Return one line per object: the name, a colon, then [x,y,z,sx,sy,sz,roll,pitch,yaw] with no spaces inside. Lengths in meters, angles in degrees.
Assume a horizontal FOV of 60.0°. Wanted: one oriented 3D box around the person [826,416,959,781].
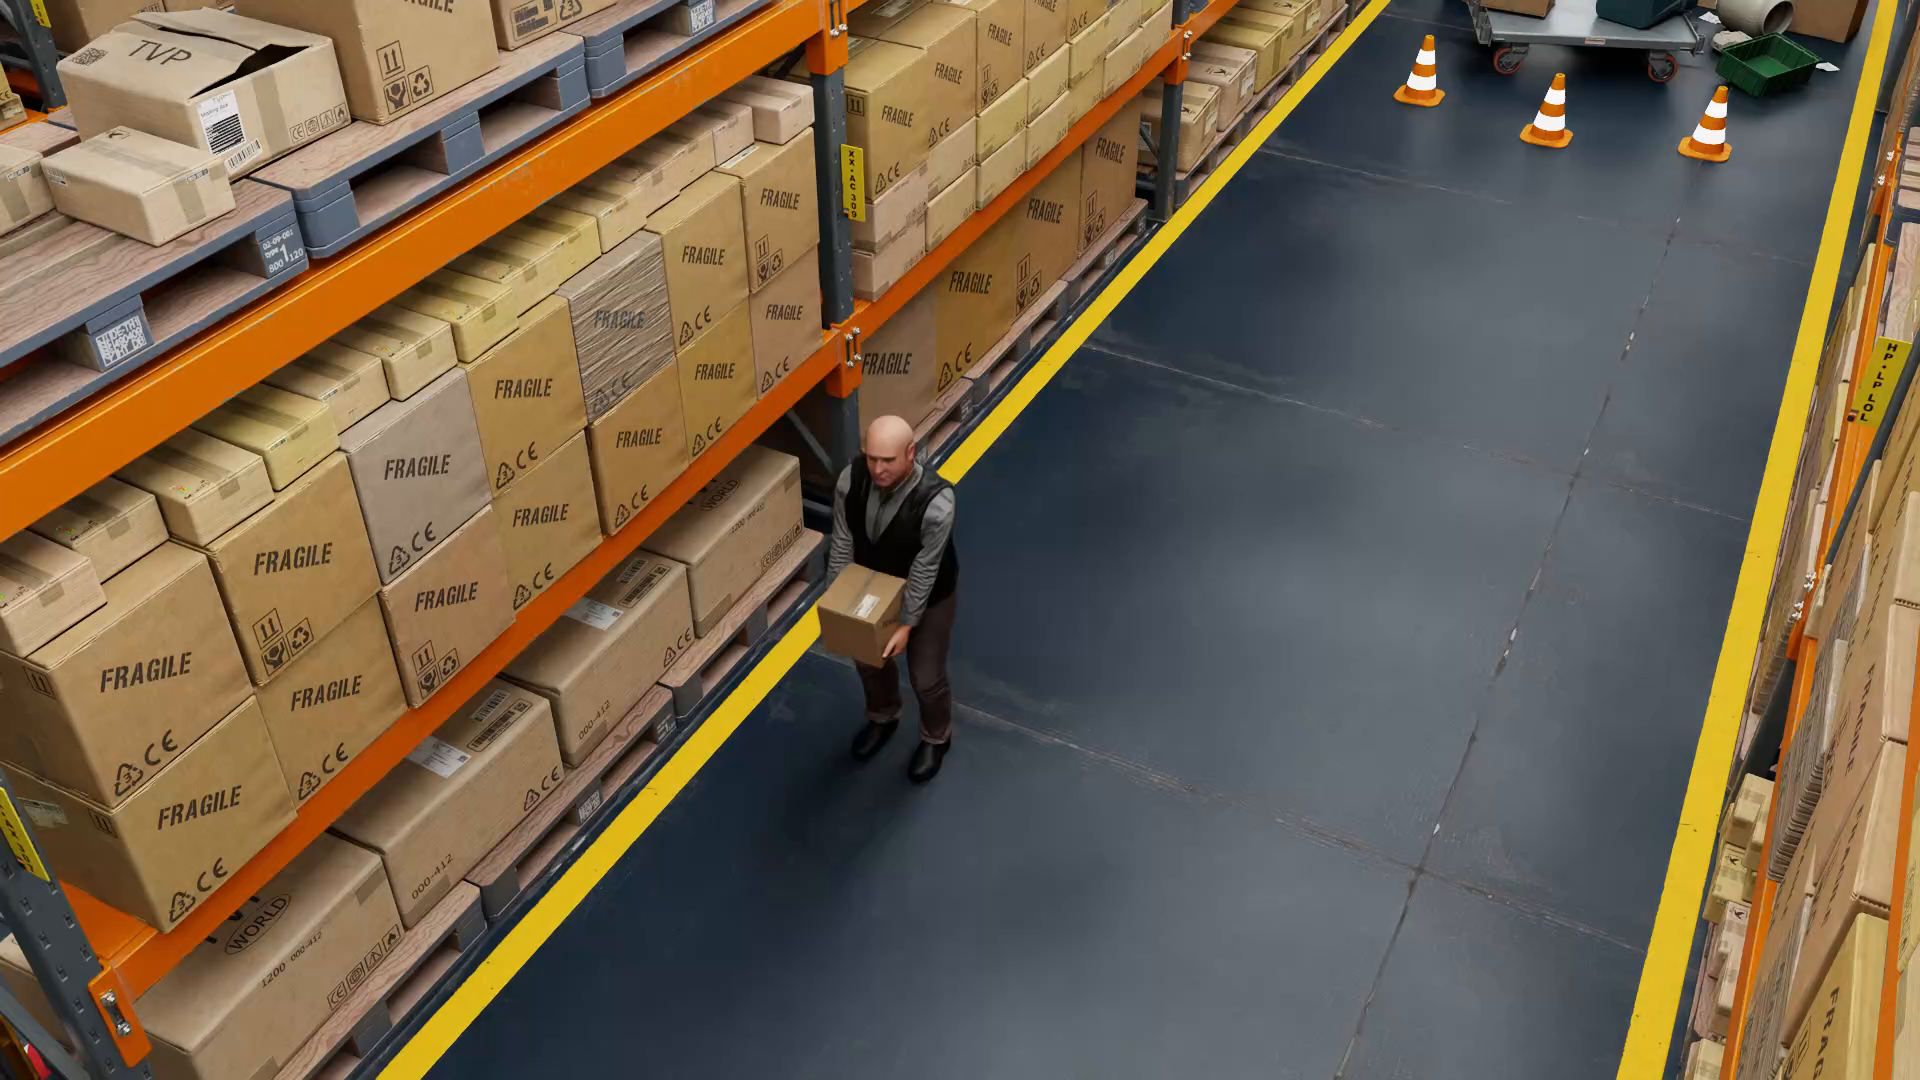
person: [-0.256,0.247,6.462,0.487,1.713,0.577,17,41,21]
